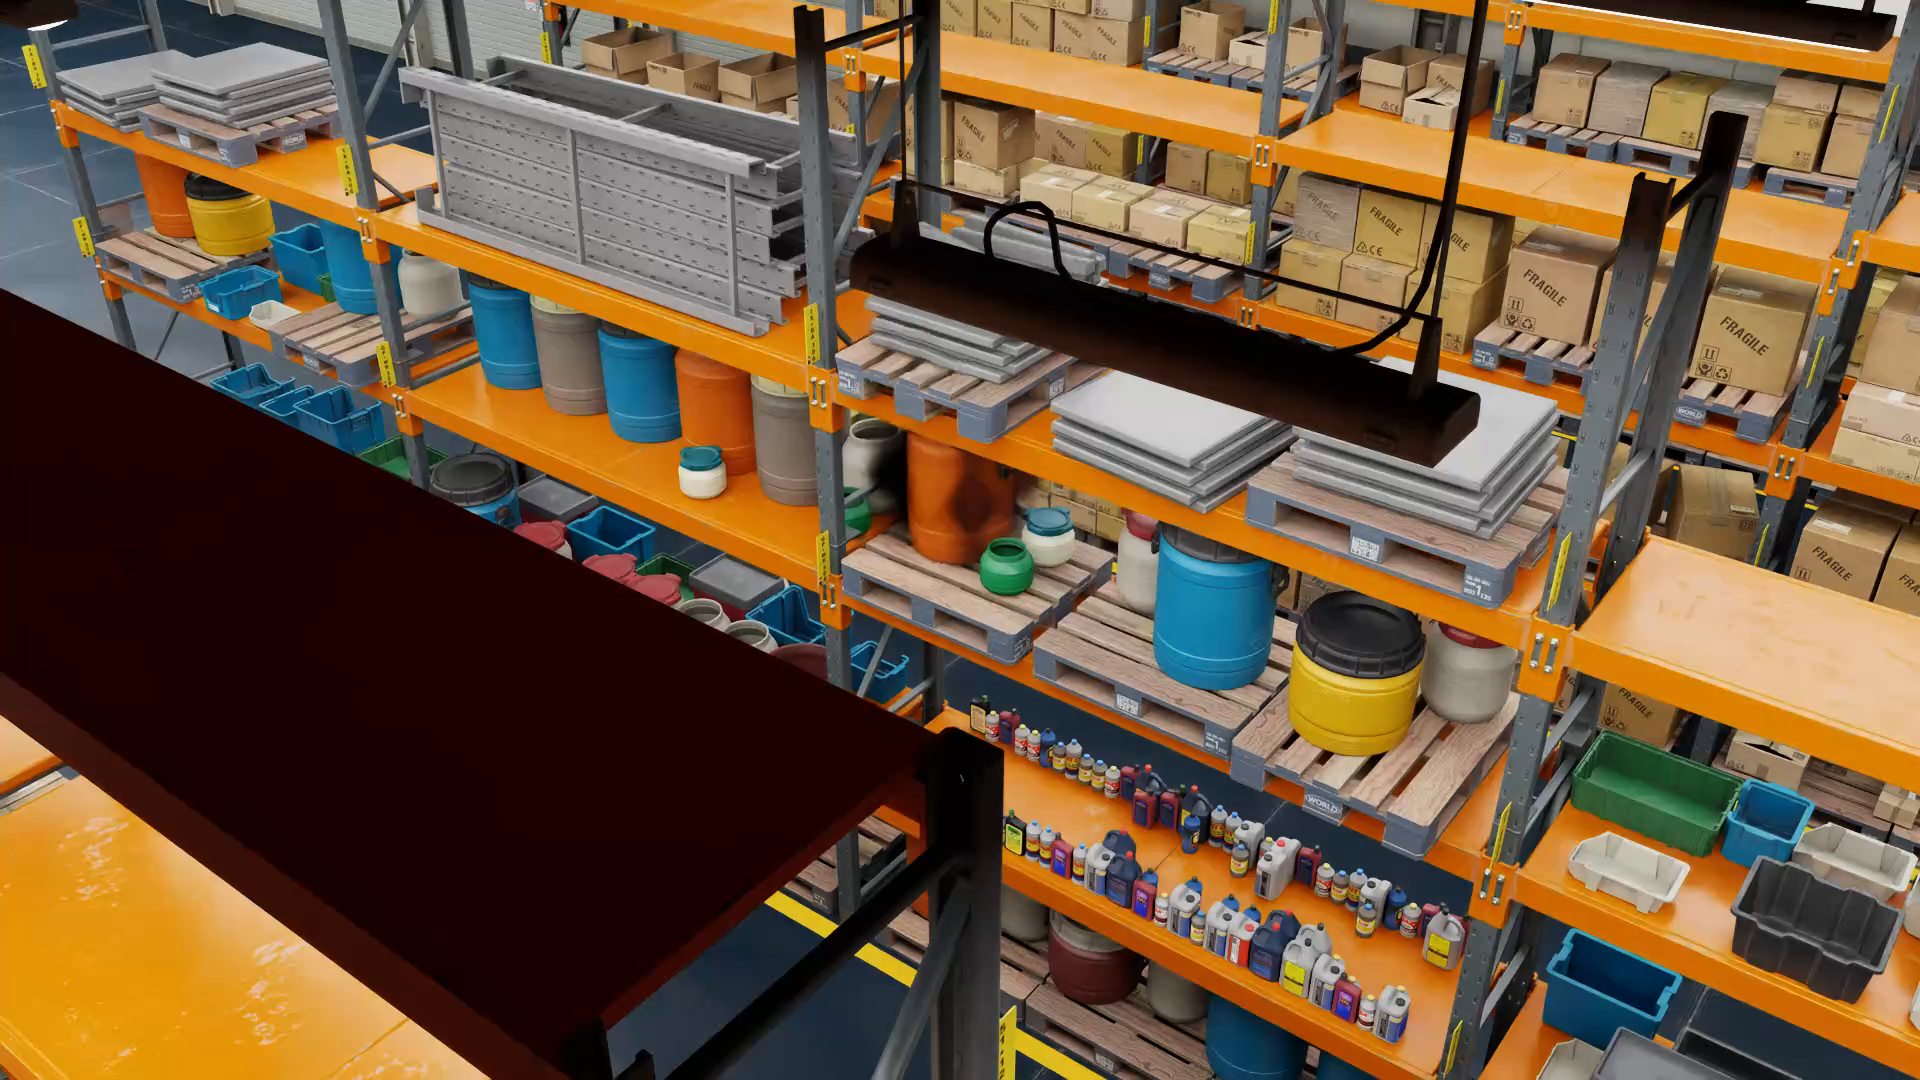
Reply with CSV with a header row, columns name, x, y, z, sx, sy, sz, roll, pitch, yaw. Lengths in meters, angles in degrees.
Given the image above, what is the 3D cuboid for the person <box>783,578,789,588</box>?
name,x,y,z,sx,sy,sz,roll,pitch,yaw
person,-1.570,0.447,12.860,0.447,1.769,0.558,-22,38,-32
